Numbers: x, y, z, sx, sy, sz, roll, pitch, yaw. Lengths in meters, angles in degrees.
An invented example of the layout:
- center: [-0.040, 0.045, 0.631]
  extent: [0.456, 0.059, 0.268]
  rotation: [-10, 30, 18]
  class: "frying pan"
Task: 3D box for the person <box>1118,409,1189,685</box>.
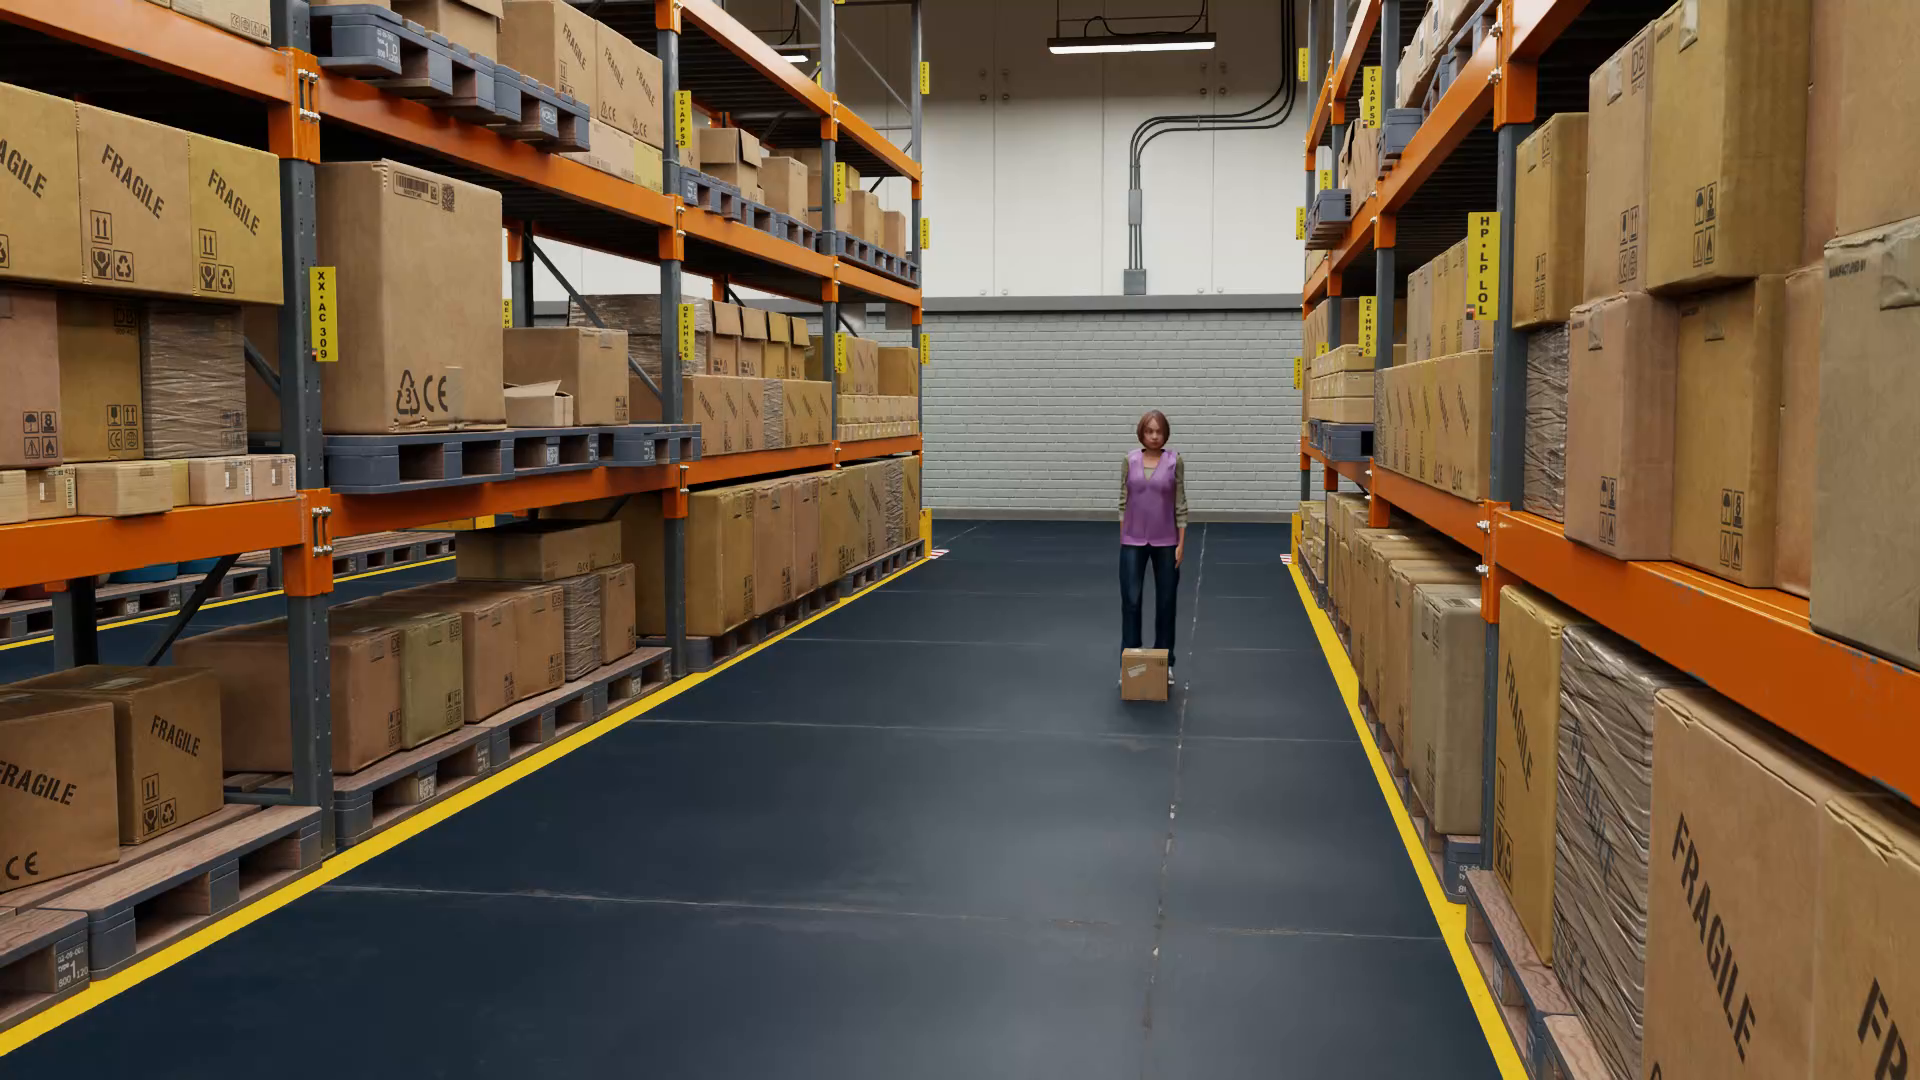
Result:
- center: [1.118, 0.042, 9.643]
  extent: [0.406, 1.594, 0.308]
  rotation: [1, 5, 10]
  class: "person"
